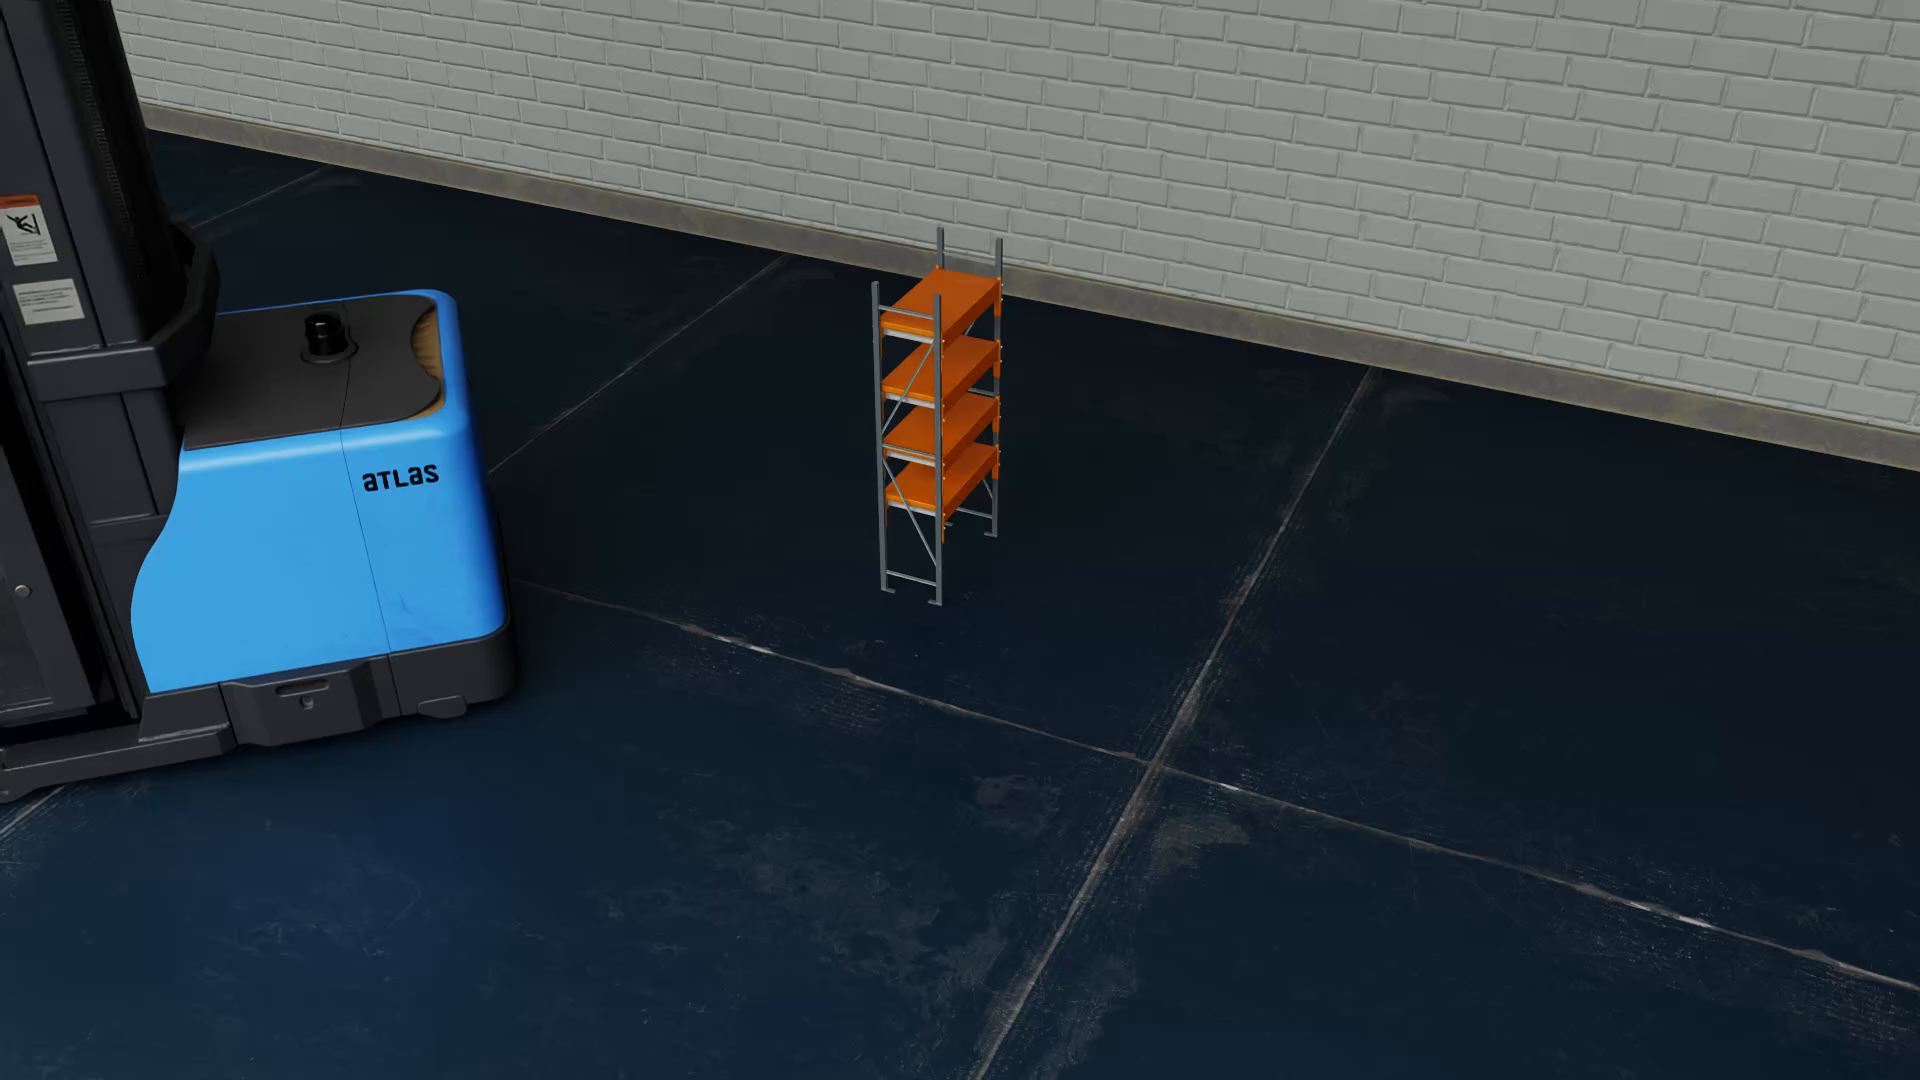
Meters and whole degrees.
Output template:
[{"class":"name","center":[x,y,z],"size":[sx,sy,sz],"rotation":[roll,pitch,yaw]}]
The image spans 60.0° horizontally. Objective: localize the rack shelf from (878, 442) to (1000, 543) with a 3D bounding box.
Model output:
[{"class":"rack shelf","center":[-0.069,-0.197,5.941],"size":[0.258,0.148,0.480],"rotation":[14,36,20]}]

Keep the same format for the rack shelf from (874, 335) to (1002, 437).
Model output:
[{"class":"rack shelf","center":[-0.069,-0.550,5.710],"size":[0.258,0.148,0.480],"rotation":[14,36,20]}]

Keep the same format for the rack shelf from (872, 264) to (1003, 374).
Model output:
[{"class":"rack shelf","center":[-0.069,-0.748,5.580],"size":[0.258,0.148,0.480],"rotation":[14,36,20]}]

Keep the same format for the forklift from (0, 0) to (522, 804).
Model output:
[{"class":"forklift","center":[-3.007,-0.701,4.646],"size":[3.031,2.935,1.130],"rotation":[-9,34,-14]}]

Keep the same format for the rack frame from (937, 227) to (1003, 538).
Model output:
[{"class":"rack frame","center":[0.033,-0.541,5.981],"size":[0.240,1.200,0.015],"rotation":[14,36,20]}]

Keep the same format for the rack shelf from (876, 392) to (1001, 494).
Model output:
[{"class":"rack shelf","center":[-0.069,-0.363,5.832],"size":[0.258,0.148,0.480],"rotation":[14,36,20]}]

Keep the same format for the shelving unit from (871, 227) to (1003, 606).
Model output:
[{"class":"shelving unit","center":[-0.069,-0.419,5.795],"size":[0.258,1.200,0.503],"rotation":[14,36,20]}]

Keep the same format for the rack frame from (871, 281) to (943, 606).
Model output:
[{"class":"rack frame","center":[-0.171,-0.298,5.610],"size":[0.240,1.200,0.015],"rotation":[14,36,20]}]
